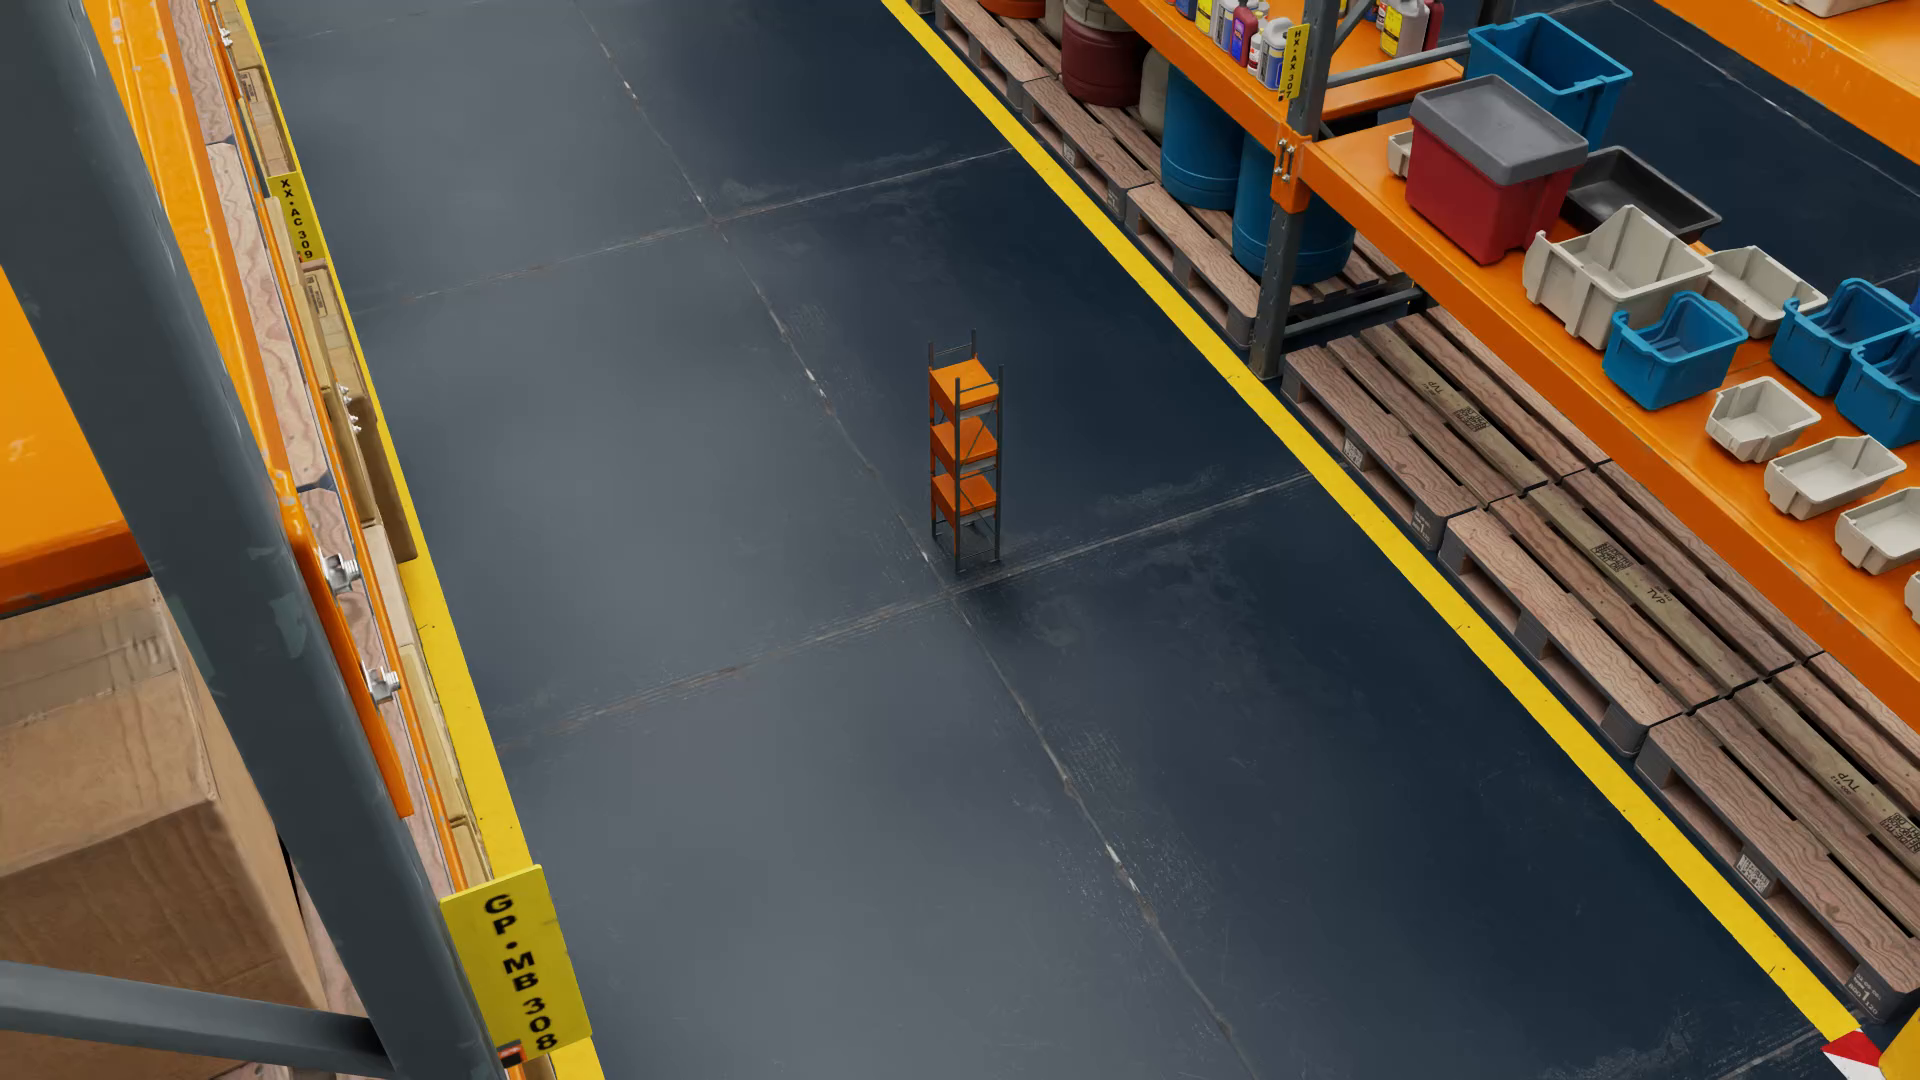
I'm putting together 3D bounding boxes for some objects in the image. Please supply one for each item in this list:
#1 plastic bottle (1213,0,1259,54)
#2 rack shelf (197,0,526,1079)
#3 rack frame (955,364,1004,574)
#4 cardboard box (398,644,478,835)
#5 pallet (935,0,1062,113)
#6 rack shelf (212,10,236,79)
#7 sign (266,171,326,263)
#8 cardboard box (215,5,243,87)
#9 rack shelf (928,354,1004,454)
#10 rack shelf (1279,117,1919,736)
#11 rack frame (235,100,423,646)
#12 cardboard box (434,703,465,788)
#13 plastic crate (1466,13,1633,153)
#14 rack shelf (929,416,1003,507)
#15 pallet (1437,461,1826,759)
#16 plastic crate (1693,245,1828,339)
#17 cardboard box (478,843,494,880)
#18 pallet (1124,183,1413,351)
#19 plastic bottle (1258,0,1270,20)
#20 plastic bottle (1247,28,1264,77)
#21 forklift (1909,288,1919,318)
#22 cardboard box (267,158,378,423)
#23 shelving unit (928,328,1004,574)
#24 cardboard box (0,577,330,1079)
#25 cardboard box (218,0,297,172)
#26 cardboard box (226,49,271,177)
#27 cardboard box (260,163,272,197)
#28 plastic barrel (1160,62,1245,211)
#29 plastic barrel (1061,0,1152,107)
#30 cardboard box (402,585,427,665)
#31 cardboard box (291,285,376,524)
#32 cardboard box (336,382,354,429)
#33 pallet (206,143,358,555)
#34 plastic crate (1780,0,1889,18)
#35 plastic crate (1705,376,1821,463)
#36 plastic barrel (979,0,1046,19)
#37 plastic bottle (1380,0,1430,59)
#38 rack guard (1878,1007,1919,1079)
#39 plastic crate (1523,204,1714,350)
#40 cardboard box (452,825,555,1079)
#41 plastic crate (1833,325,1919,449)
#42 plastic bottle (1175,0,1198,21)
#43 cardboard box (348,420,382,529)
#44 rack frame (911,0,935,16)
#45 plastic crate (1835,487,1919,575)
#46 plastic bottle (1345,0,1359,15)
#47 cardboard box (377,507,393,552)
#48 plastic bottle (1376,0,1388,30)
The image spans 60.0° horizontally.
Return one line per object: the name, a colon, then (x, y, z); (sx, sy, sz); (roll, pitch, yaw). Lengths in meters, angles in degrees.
plastic bottle: (1.240, -2.343, 7.446); (0.152, 0.276, 0.135); (-18, 47, -17)
rack shelf: (-1.800, -0.073, 3.433); (1.077, 0.370, 4.000); (-18, 47, -17)
rack frame: (0.074, -0.262, 6.637); (0.200, 1.050, 0.008); (-18, 47, -17)
cardboard box: (-1.573, 0.594, 4.276); (0.500, 0.250, 0.500); (-19, 48, -18)
pallet: (0.540, -3.064, 10.074); (1.003, 0.211, 1.213); (-18, 47, -17)
rack shelf: (-3.482, -2.622, 6.017); (1.077, 0.370, 4.000); (-18, 47, -17)
sign: (-2.138, -1.037, 5.361); (0.100, 0.325, 0.005); (-18, 47, -17)
cardboard box: (-3.465, -2.229, 7.171); (0.500, 0.500, 0.500); (-19, 48, -19)
rack shelf: (0.022, -0.534, 6.524); (0.215, 0.259, 0.240); (-18, 47, -17)
rack shelf: (2.694, -0.468, 5.969); (1.077, 0.370, 4.000); (-18, 47, -17)
rack frame: (-2.641, -0.535, 5.526); (1.000, 3.000, 0.127); (-18, 47, -17)
cardboard box: (-1.569, 0.633, 4.521); (0.380, 0.149, 0.250); (-17, 47, -17)
plastic crate: (2.359, -1.817, 6.793); (0.392, 0.384, 0.575); (-18, 47, -17)
rack shelf: (0.022, -0.332, 6.723); (0.215, 0.259, 0.240); (-18, 47, -17)
pallet: (2.714, 0.230, 6.735); (1.003, 0.211, 1.213); (-18, 47, -17)
plastic crate: (2.858, -0.905, 6.045); (0.293, 0.136, 0.466); (-18, 47, -17)
cardboard box: (-1.352, 0.961, 4.188); (0.380, 0.149, 0.250); (-19, 48, -18)
pallet: (1.566, -1.510, 8.498); (1.003, 0.211, 1.213); (-18, 47, -17)
plastic bottle: (1.346, -2.365, 7.521); (0.097, 0.201, 0.097); (0, 45, 0)
plastic bottle: (1.320, -2.149, 7.303); (0.097, 0.201, 0.097); (0, 45, 0)
forklift: (5.526, -1.459, 6.511); (3.031, 2.935, 1.130); (-14, 46, -13)
cardboard box: (-3.305, -0.900, 7.109); (1.225, 0.875, 0.875); (-20, 48, -19)
shelving unit: (0.022, -0.340, 6.716); (0.215, 1.050, 0.252); (-18, 47, -17)
cardboard box: (-1.226, 0.410, 1.991); (0.700, 0.500, 0.500); (-21, 48, -20)
cardboard box: (-4.051, -2.032, 8.256); (1.225, 0.875, 0.875); (-20, 48, -19)
cardboard box: (-3.030, -1.577, 6.510); (0.500, 0.500, 0.500); (-19, 48, -18)
cardboard box: (-2.607, -0.938, 5.863); (0.500, 0.500, 0.500); (-18, 47, -17)
plastic barrel: (1.342, -2.204, 8.412); (0.600, 0.901, 0.708); (-18, 47, -17)
plastic barrel: (0.867, -2.812, 9.251); (0.600, 0.588, 0.708); (-18, 47, -17)
cardboard box: (-1.782, 0.307, 4.851); (0.380, 0.149, 0.250); (-17, 47, -17)
cardboard box: (-1.998, -0.320, 4.669); (0.500, 0.500, 0.500); (-18, 47, -17)
cardboard box: (-2.215, -0.348, 5.515); (0.380, 0.149, 0.250); (-18, 47, -17)
pallet: (-1.797, -0.271, 3.185); (1.003, 0.211, 1.213); (-18, 47, -17)
plastic crate: (2.441, -1.666, 4.724); (0.437, 0.136, 0.530); (-18, 47, -17)
plastic crate: (2.638, -0.385, 5.519); (0.298, 0.136, 0.250); (-18, 47, -17)
plastic barrel: (0.392, -3.617, 9.895); (0.600, 0.830, 0.708); (-18, 47, -17)
plastic bottle: (1.982, -2.326, 7.376); (0.144, 0.351, 0.185); (-18, 47, -17)
rack guard: (3.557, 1.452, 5.291); (1.175, 0.500, 0.348); (-18, 47, -17)
plastic crate: (2.328, -0.950, 5.987); (0.437, 0.282, 0.530); (-18, 47, -17)
cardboard box: (-1.126, 0.990, 3.341); (0.500, 0.500, 0.500); (-19, 48, -18)
plastic crate: (3.176, -0.505, 5.571); (0.416, 0.233, 0.300); (-18, 47, -17)
plastic bottle: (1.092, -2.588, 7.641); (0.144, 0.351, 0.185); (-18, 47, -17)
cardboard box: (-1.997, -0.055, 4.934); (0.500, 0.250, 0.500); (-17, 47, -16)
rack frame: (0.171, -4.547, 9.592); (1.000, 3.000, 0.127); (-18, 47, -17)
plastic crate: (2.919, -0.032, 5.160); (0.396, 0.136, 0.243); (-18, 47, -17)
plastic bottle: (1.850, -2.595, 7.701); (0.152, 0.276, 0.135); (-18, 47, -17)
cardboard box: (-1.999, -0.021, 5.183); (0.380, 0.149, 0.250); (-19, 48, -18)
plastic bottle: (1.965, -2.440, 7.598); (0.097, 0.201, 0.097); (0, 45, 0)
